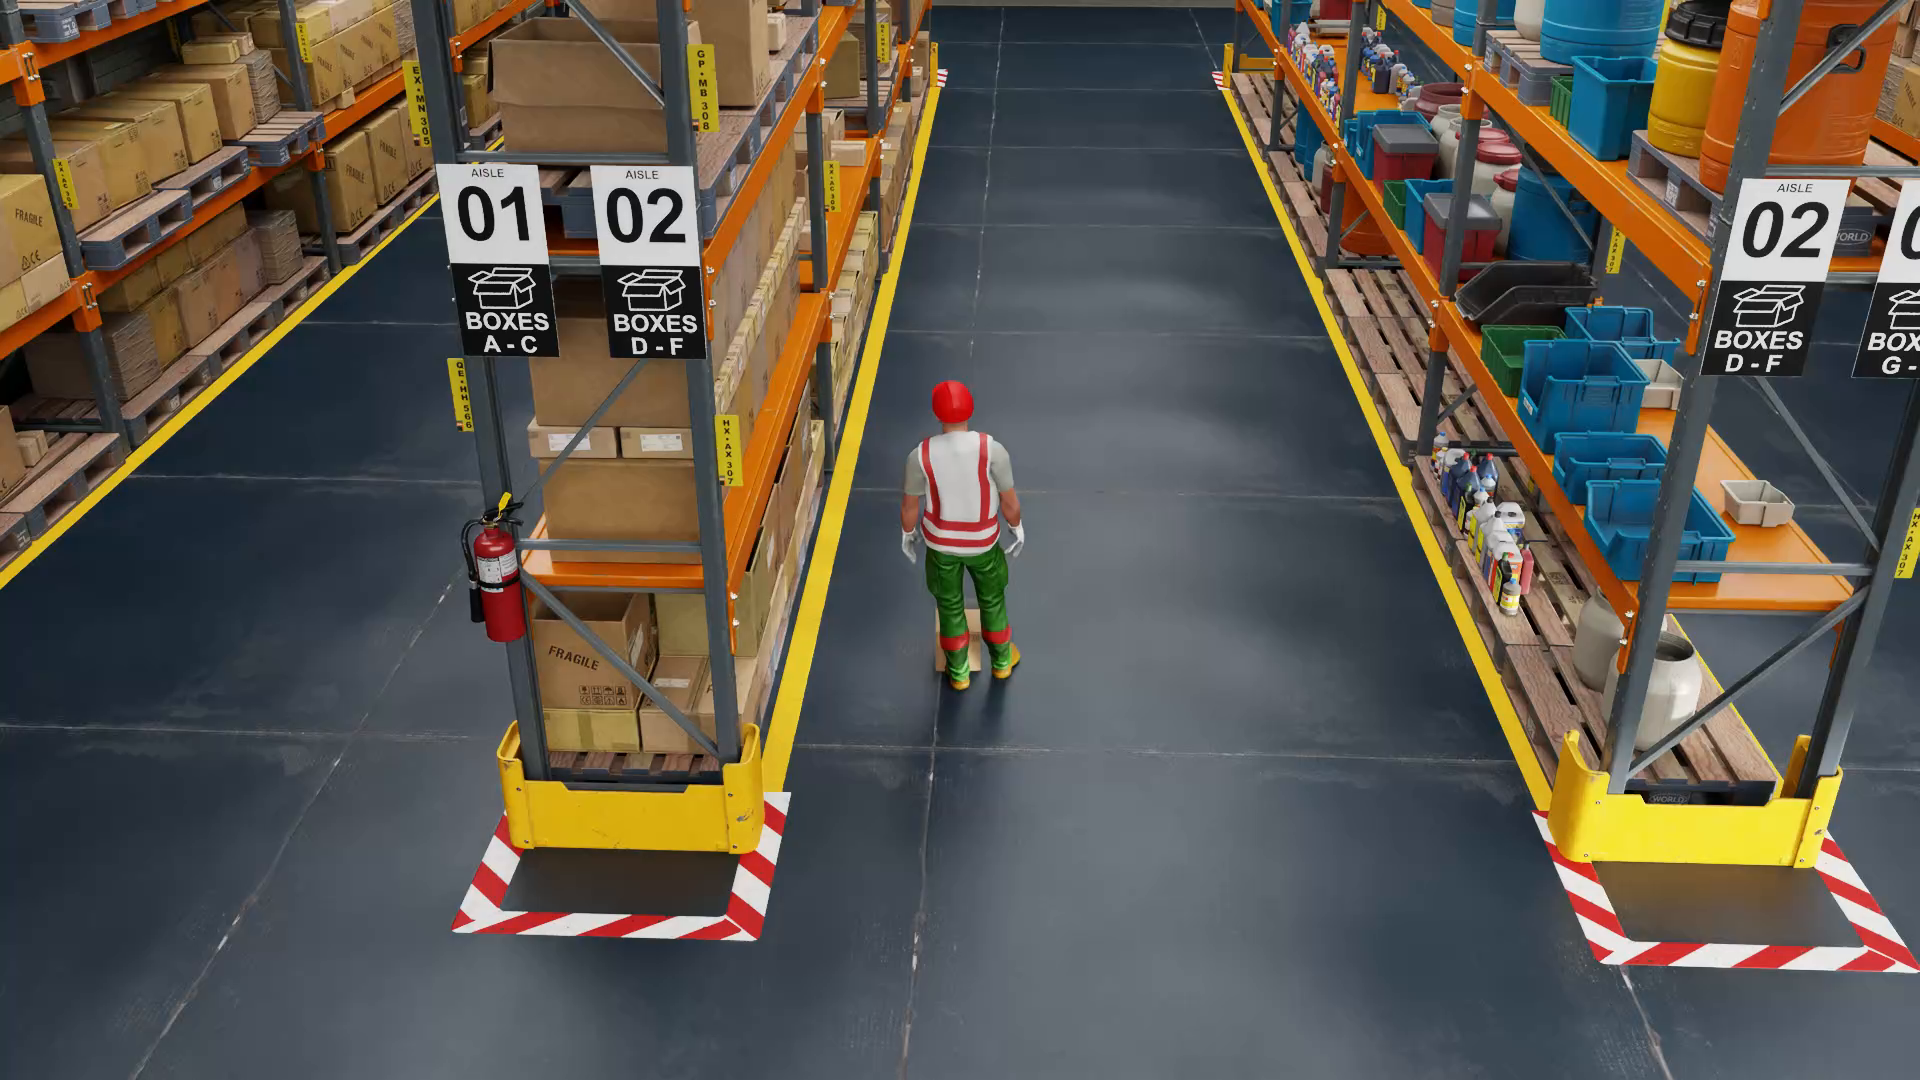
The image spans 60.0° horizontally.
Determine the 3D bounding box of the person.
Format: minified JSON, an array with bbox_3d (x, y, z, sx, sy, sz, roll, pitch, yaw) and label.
[{"bbox_3d":[0.017,-0.045,8.660,0.638,1.787,0.565,1,28,2],"label":"person"}]
